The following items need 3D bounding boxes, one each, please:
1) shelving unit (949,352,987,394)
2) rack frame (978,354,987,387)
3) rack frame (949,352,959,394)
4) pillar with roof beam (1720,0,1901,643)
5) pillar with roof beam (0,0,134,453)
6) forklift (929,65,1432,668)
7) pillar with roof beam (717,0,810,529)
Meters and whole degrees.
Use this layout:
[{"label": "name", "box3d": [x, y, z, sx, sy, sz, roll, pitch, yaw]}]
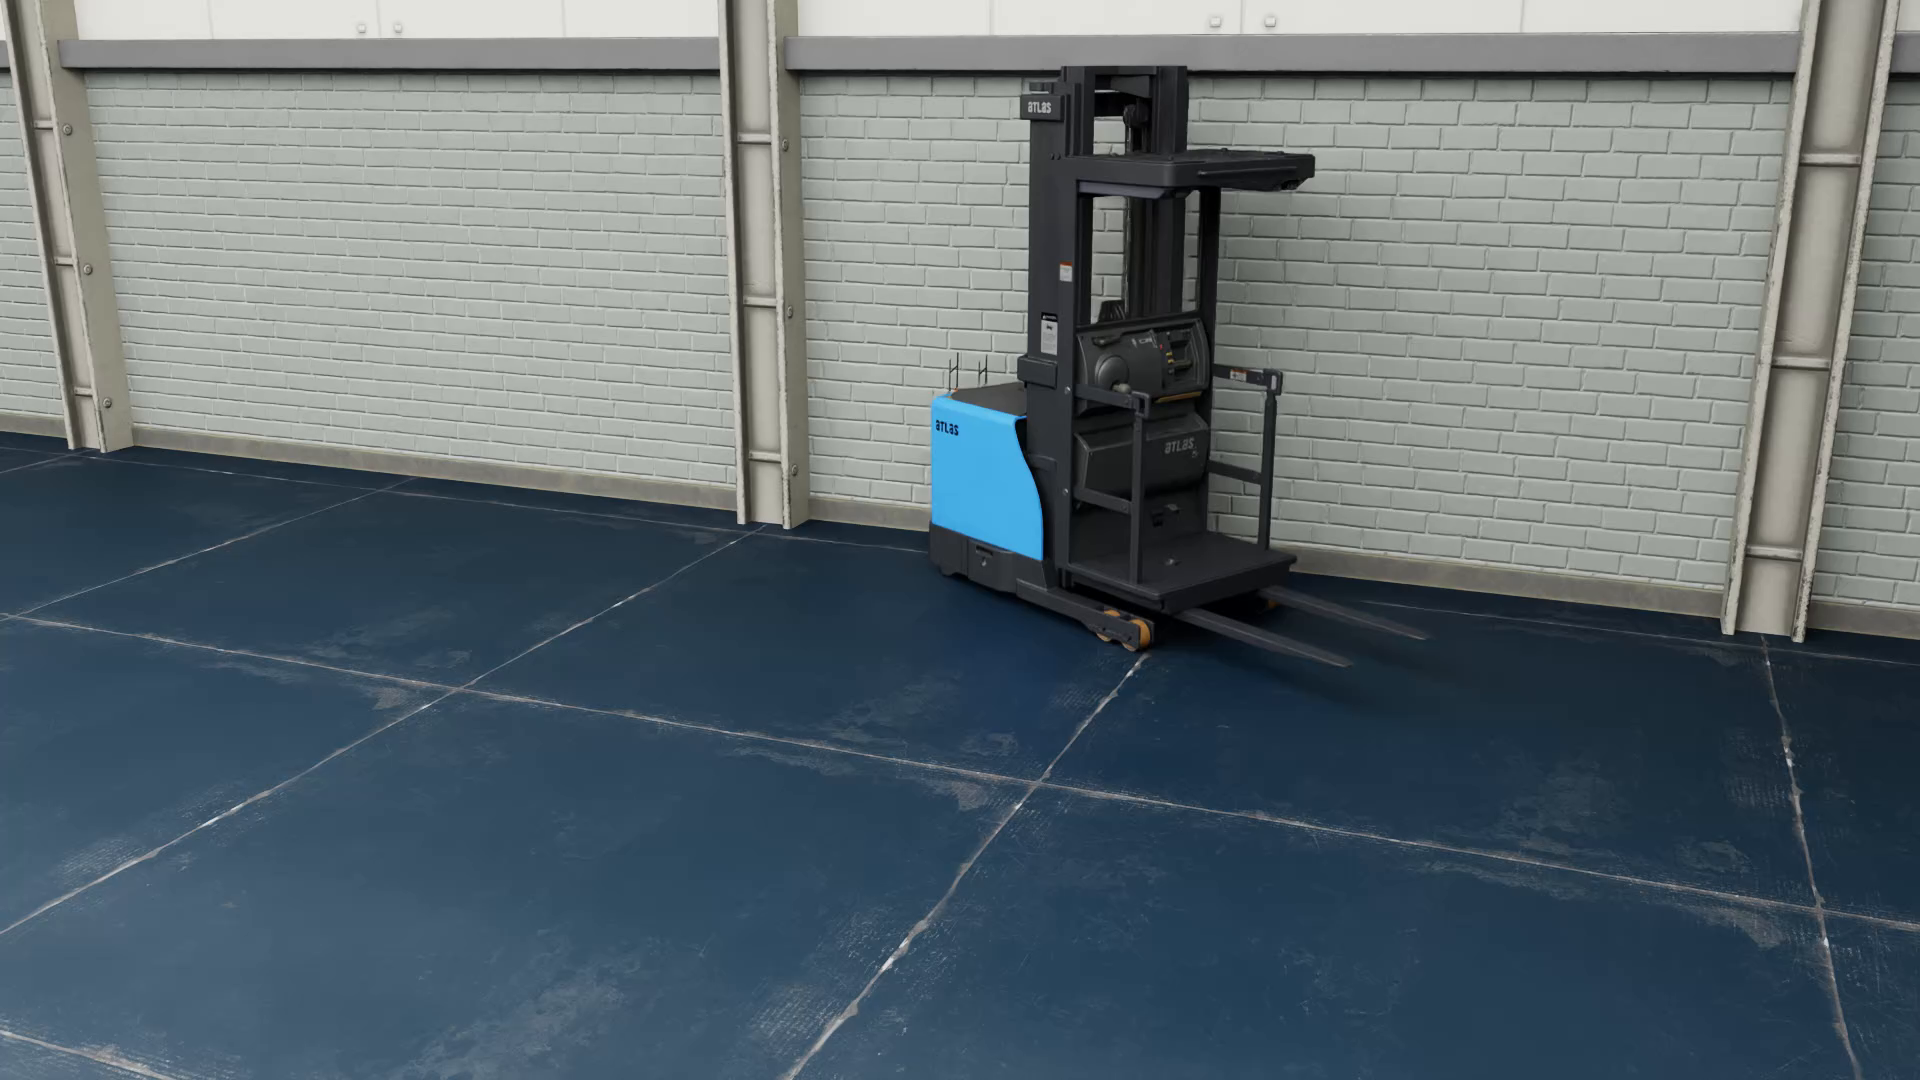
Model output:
[{"label": "shelving unit", "box3d": [0.038, -0.556, 10.417, 0.189, 1.200, 0.258, 5, 18, 11]}, {"label": "rack frame", "box3d": [0.128, -0.548, 10.399, 0.006, 1.200, 0.240, 5, 18, 11]}, {"label": "rack frame", "box3d": [-0.051, -0.564, 10.435, 0.006, 1.200, 0.240, 5, 18, 11]}, {"label": "pillar with roof beam", "box3d": [2.761, -2.721, 3.907, 0.400, 9.000, 9.100, 6, 17, 21]}, {"label": "pillar with roof beam", "box3d": [-8.402, -3.949, 8.136, 0.400, 9.000, 9.100, 6, 17, 21]}, {"label": "forklift", "box3d": [1.128, -0.984, 8.806, 1.130, 2.935, 3.031, -13, 20, -37]}, {"label": "pillar with roof beam", "box3d": [-2.821, -3.335, 6.022, 0.400, 9.000, 9.100, 6, 17, 21]}]
